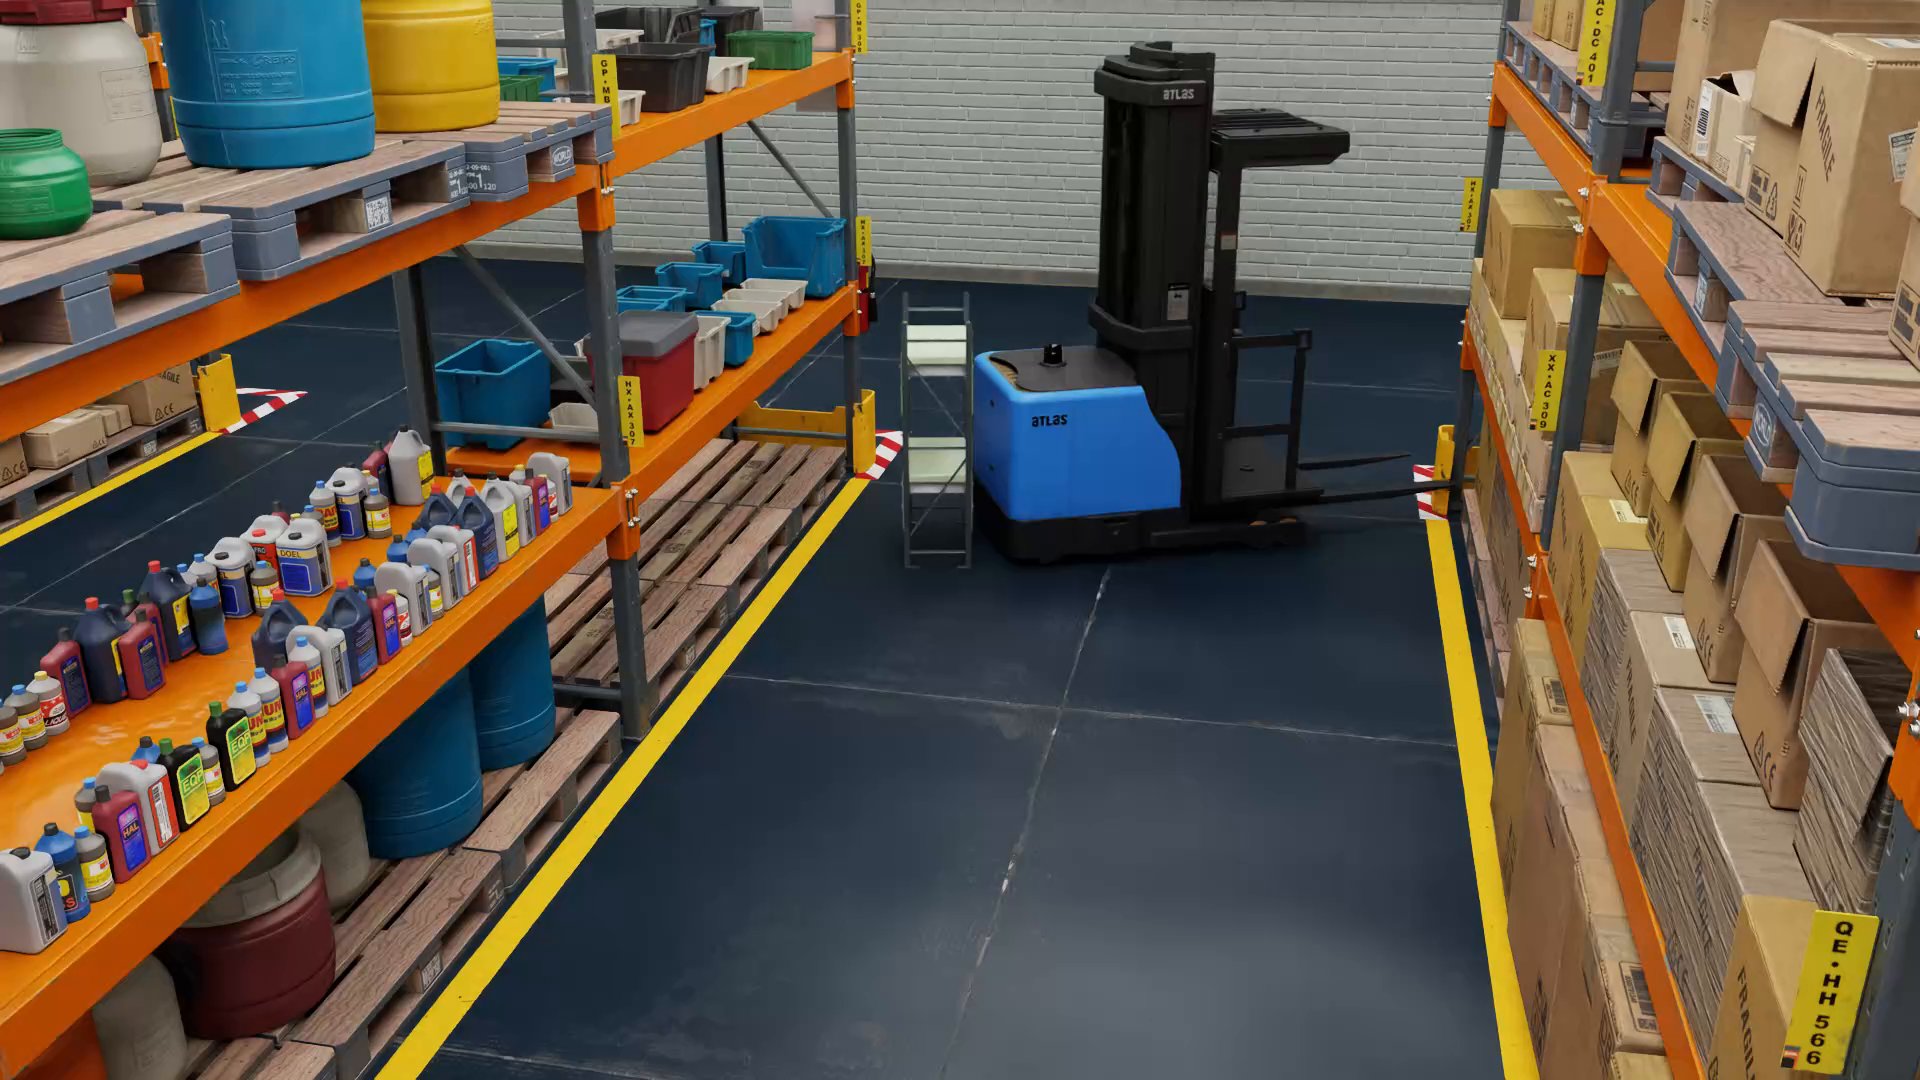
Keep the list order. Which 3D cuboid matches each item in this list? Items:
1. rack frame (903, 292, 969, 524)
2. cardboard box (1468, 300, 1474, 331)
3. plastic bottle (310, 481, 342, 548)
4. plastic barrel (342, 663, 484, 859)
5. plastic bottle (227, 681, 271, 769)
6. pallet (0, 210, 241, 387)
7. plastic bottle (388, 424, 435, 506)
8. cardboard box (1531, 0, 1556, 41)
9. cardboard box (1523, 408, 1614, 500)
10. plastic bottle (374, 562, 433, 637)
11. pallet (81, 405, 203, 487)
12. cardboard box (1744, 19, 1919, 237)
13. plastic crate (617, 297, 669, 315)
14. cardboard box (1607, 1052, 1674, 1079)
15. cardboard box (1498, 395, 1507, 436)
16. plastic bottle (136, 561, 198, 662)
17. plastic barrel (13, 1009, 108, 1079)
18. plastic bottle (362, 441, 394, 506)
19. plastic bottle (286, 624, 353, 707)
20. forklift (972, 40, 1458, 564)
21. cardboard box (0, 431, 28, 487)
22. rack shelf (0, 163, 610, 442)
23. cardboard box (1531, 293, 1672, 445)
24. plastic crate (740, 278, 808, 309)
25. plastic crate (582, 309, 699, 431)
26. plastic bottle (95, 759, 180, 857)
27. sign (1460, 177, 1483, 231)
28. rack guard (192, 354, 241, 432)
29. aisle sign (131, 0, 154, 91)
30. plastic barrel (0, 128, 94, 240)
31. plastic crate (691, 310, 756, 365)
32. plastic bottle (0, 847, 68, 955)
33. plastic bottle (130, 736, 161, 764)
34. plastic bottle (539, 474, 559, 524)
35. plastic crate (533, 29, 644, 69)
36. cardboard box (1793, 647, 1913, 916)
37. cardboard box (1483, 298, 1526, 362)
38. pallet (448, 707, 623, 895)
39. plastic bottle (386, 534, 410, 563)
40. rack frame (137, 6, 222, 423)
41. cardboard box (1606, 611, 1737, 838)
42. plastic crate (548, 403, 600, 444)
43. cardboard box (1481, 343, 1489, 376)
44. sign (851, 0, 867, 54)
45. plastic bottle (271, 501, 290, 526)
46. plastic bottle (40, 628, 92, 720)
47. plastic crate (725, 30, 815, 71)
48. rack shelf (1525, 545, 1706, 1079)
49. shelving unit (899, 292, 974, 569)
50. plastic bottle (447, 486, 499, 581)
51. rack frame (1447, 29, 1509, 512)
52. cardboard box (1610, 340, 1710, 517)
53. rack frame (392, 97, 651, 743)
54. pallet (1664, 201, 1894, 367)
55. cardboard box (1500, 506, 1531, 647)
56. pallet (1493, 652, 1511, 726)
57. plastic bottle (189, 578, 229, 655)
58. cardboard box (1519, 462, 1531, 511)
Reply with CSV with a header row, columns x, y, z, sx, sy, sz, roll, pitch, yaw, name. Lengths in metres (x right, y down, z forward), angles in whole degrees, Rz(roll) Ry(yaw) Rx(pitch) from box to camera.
x,y,z,sx,sy,sz,roll,pitch,yaw,name
-0.146,-0.802,10.337,0.400,1.500,0.023,0,22,-1,rack frame
3.272,-1.347,10.020,0.380,0.149,0.250,5,22,12,cardboard box
-2.591,-0.109,6.781,0.097,0.271,0.097,0,22,0,plastic bottle
-2.270,0.752,6.717,0.600,0.901,0.708,4,22,11,plastic barrel
-2.190,0.563,5.112,0.097,0.271,0.097,0,22,0,plastic bottle
-2.562,-0.596,4.056,1.003,0.211,1.213,4,22,11,pallet
-2.395,-0.341,7.252,0.144,0.351,0.185,4,22,11,plastic bottle
3.381,-2.856,8.586,0.700,0.500,0.500,4,22,9,cardboard box
2.684,-0.355,7.023,0.500,0.250,0.500,4,22,10,cardboard box
-2.014,0.195,6.019,0.152,0.276,0.135,4,22,11,plastic bottle
-6.207,-0.712,11.839,1.003,0.211,1.213,4,22,11,pallet
2.431,-1.025,4.169,0.797,0.503,0.637,4,22,10,cardboard box
-1.884,-1.240,9.560,0.416,0.233,0.300,4,22,11,plastic crate
2.196,1.897,3.909,1.225,0.875,0.875,3,22,8,cardboard box
2.854,-0.595,8.153,0.380,0.149,0.250,4,22,10,cardboard box
-2.778,0.233,5.826,0.144,0.351,0.185,4,22,11,plastic bottle
-2.731,1.612,4.680,0.600,0.830,0.708,4,22,11,plastic barrel
-2.518,-0.279,7.186,0.061,0.283,0.133,4,22,11,plastic bottle
-2.126,0.397,5.520,0.152,0.276,0.135,4,22,11,plastic bottle
1.643,-1.496,10.144,3.031,2.935,1.130,-5,23,-13,forklift
-6.468,-0.596,10.570,0.797,0.503,0.637,4,22,11,cardboard box
-2.406,-0.809,5.296,1.077,0.370,4.000,4,22,11,rack shelf
2.683,-0.710,6.901,0.500,0.500,0.500,5,22,12,cardboard box
-1.171,-1.539,10.433,0.396,0.136,0.243,4,22,11,plastic crate
-1.570,-0.848,8.278,0.402,0.464,0.583,4,22,11,plastic crate
-2.315,0.735,4.680,0.152,0.276,0.135,4,22,11,plastic bottle
3.125,-2.051,10.167,0.100,0.325,0.005,4,22,11,sign
-6.046,-1.138,12.509,1.175,0.500,0.348,4,22,11,rack guard
-5.716,-3.532,11.629,0.394,0.787,0.004,4,22,11,aisle sign
-2.373,-0.904,4.214,0.294,0.245,0.294,0,22,0,plastic barrel
-1.350,-1.125,9.277,0.416,0.233,0.300,4,22,11,plastic crate
-2.409,0.904,4.260,0.152,0.276,0.135,4,22,11,plastic bottle
-2.324,0.692,4.793,0.097,0.271,0.097,0,22,0,plastic bottle
-1.759,-0.178,7.045,0.097,0.201,0.097,0,22,0,plastic bottle
-1.936,-2.495,8.678,0.437,0.282,0.530,4,22,11,plastic crate
2.200,0.580,3.423,0.797,0.503,0.637,5,23,13,cardboard box
3.099,-1.108,8.891,0.500,0.250,0.500,4,22,9,cardboard box
-2.196,1.089,7.366,1.003,0.211,1.213,4,22,11,pallet
-2.093,0.110,6.238,0.097,0.271,0.097,0,22,0,plastic bottle
-6.030,-2.325,12.111,1.000,3.000,0.127,4,22,11,rack frame
2.208,0.554,4.830,0.500,0.500,0.500,5,22,12,cardboard box
-1.763,-0.548,7.971,0.396,0.136,0.243,4,22,11,plastic crate
3.064,-0.971,9.086,0.380,0.149,0.250,4,22,10,cardboard box
-0.640,-3.253,10.540,0.100,0.325,0.005,4,22,11,sign
-2.672,-0.003,6.501,0.061,0.283,0.133,4,22,11,plastic bottle
-2.916,0.436,5.413,0.061,0.283,0.133,4,22,11,plastic bottle
-1.103,-2.857,9.700,0.450,0.188,0.336,4,22,11,plastic crate
2.443,0.960,4.918,1.077,0.370,4.000,4,22,11,rack shelf
-0.140,-0.665,9.998,0.431,1.500,0.755,0,22,-1,shelving unit
-1.903,-0.031,6.482,0.144,0.351,0.185,4,22,11,plastic bottle
3.667,-1.568,10.233,1.000,3.000,0.127,4,22,11,rack frame
2.729,-0.383,5.813,0.797,0.503,0.637,4,22,10,cardboard box
-1.998,-0.483,7.538,1.000,3.000,0.127,4,22,11,rack frame
2.339,-0.595,4.054,1.003,0.211,1.213,6,23,13,pallet
3.247,0.121,8.320,0.875,0.875,0.875,4,22,11,cardboard box
3.083,0.916,7.797,1.003,0.211,1.213,4,22,11,pallet
-2.651,0.263,5.858,0.097,0.271,0.097,0,22,0,plastic bottle
2.645,-0.220,7.220,0.380,0.149,0.250,5,22,12,cardboard box
